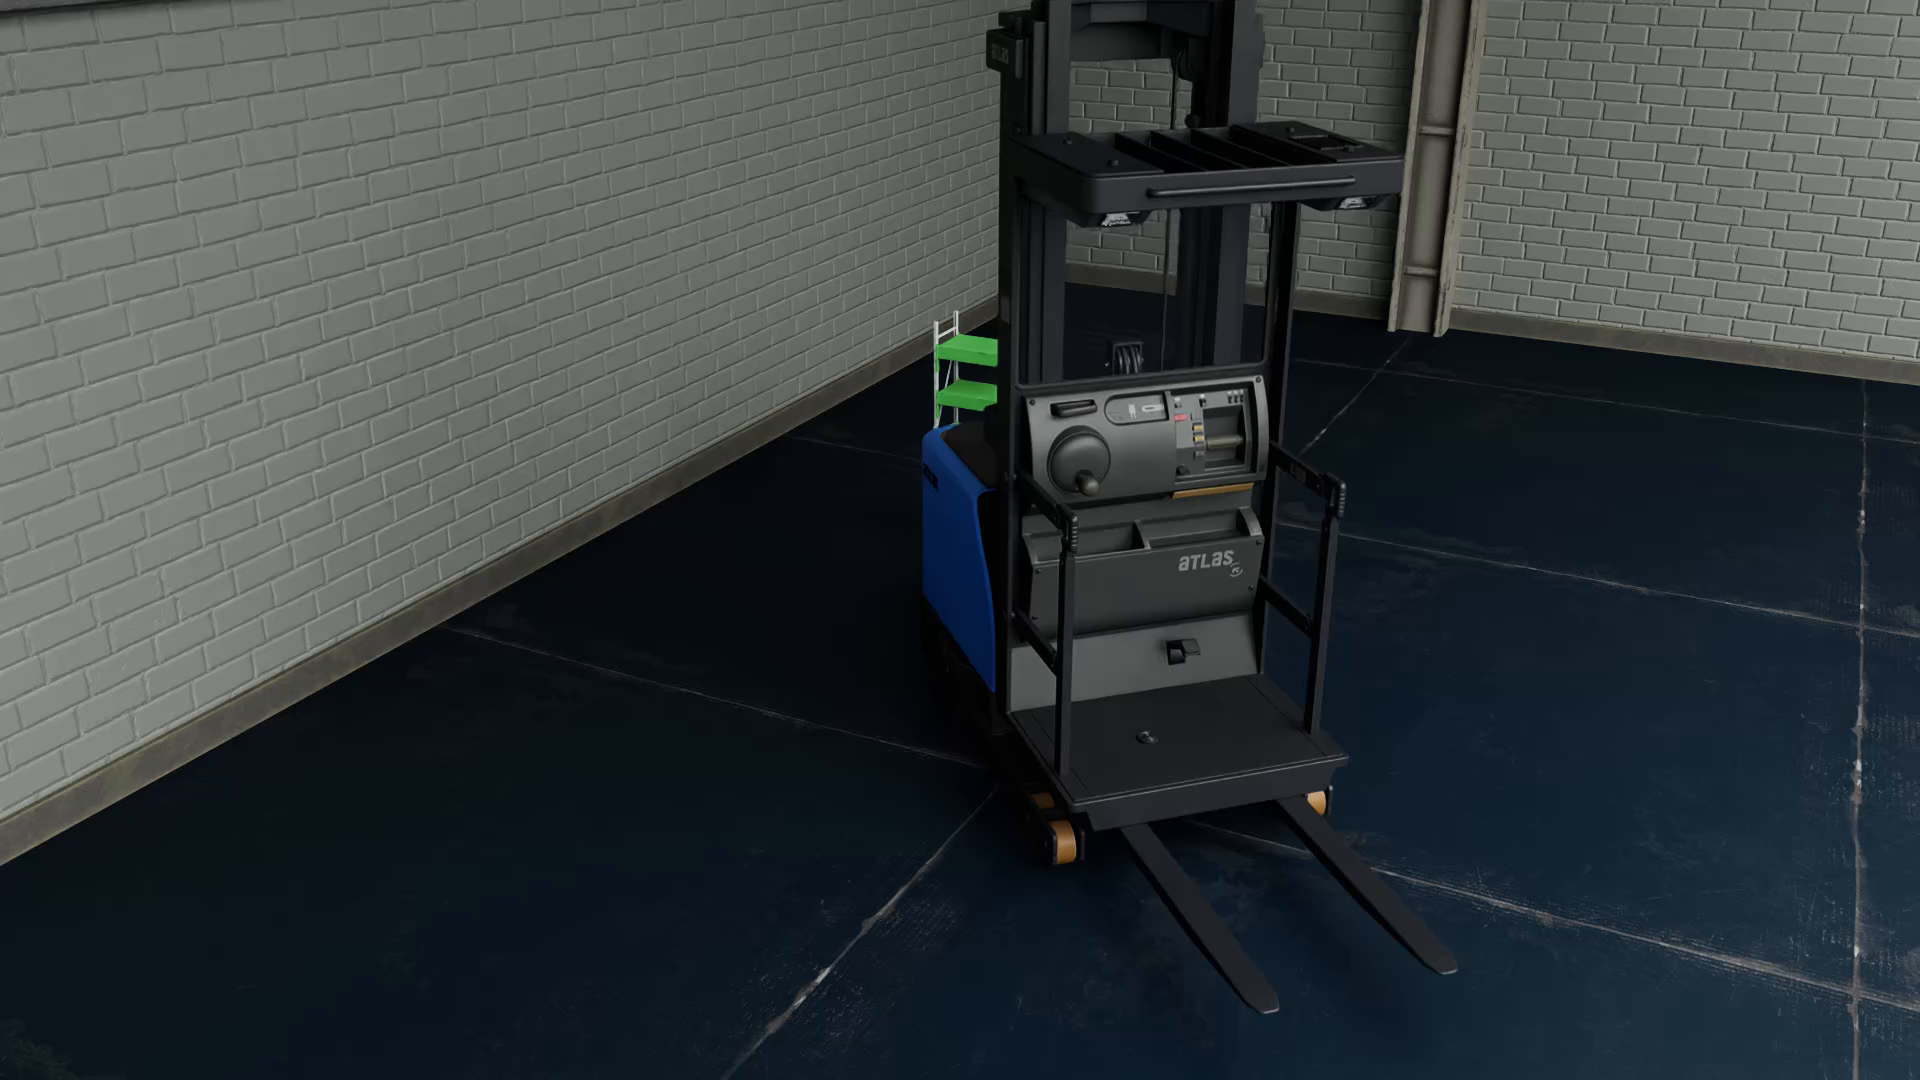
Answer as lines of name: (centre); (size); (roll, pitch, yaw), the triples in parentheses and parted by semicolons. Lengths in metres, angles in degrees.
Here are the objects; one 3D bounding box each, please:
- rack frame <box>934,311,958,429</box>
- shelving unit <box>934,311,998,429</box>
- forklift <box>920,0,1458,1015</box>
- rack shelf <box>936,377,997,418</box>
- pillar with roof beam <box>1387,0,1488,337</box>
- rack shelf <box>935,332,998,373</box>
rack frame: (-0.070, -0.566, 8.548); (0.015, 1.200, 0.240); (11, 25, 25)
shelving unit: (0.148, -0.523, 8.446); (0.503, 1.200, 0.258); (11, 25, 25)
forklift: (0.750, -0.352, 5.832); (1.130, 2.935, 3.031); (-7, 24, -16)
rack shelf: (0.148, -0.685, 8.378); (0.480, 0.148, 0.258); (11, 25, 25)
pillar with roof beam: (1.493, -4.221, 7.176); (0.400, 9.000, 9.100); (11, 25, 25)
rack shelf: (0.148, -0.906, 8.284); (0.480, 0.148, 0.258); (11, 25, 25)
